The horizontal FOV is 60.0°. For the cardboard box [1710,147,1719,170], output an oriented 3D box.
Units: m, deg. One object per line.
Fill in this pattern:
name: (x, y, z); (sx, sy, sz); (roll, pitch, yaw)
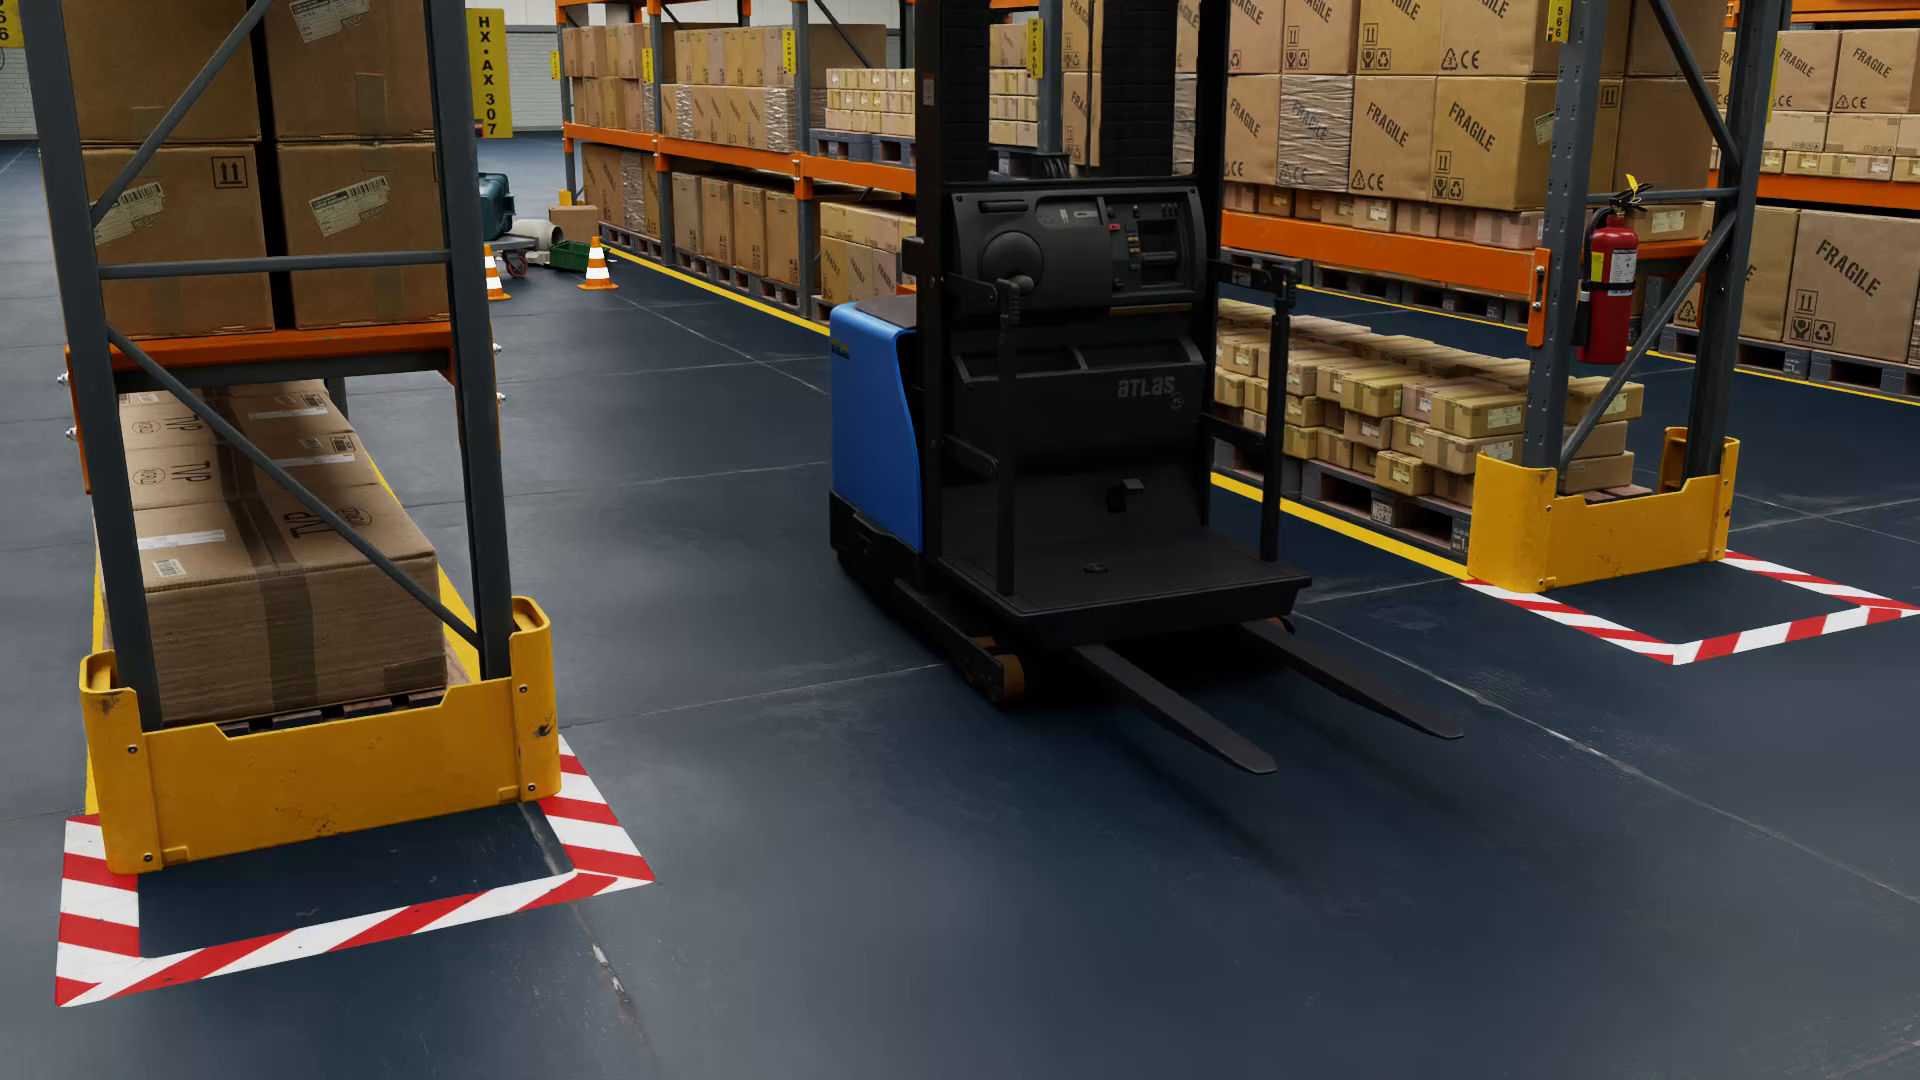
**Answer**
cardboard box: (5.256, -2.651, 11.507); (0.380, 0.149, 0.250); (-8, 18, -25)

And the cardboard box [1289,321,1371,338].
cardboard box: (1.950, -1.057, 8.826); (0.380, 0.149, 0.250); (-8, 18, -27)

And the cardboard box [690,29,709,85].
cardboard box: (-2.132, -4.574, 15.757); (0.700, 0.500, 0.500); (-8, 18, -26)

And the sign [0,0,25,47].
sign: (-2.225, -1.304, 3.830); (0.100, 0.325, 0.005); (-8, 18, -25)

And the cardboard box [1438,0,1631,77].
cardboard box: (2.251, -2.074, 6.508); (0.500, 0.500, 0.500); (-8, 18, -26)

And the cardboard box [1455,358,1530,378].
cardboard box: (2.527, -0.740, 7.718); (0.380, 0.149, 0.250); (-8, 18, -25)

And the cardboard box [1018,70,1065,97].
cardboard box: (0.571, -2.754, 10.026); (0.380, 0.149, 0.250); (-7, 17, -22)

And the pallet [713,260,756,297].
pallet: (-1.638, -2.469, 15.473); (1.003, 0.211, 1.213); (-8, 18, -25)

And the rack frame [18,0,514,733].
rack frame: (-1.731, -0.696, 4.239); (1.000, 3.000, 0.127); (-8, 18, -25)

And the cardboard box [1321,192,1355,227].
cardboard box: (1.858, -1.501, 7.499); (0.380, 0.149, 0.250); (-9, 18, -27)

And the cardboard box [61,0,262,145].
cardboard box: (-2.156, -1.316, 4.403); (0.500, 0.500, 0.500); (-7, 17, -23)

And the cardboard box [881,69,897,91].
cardboard box: (-0.342, -3.272, 11.830); (0.380, 0.149, 0.250); (-7, 17, -22)

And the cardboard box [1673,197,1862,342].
cardboard box: (5.643, -1.893, 11.499); (0.875, 0.875, 0.875); (-8, 18, -25)

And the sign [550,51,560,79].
sign: (-4.836, -5.675, 19.876); (0.100, 0.325, 0.005); (-8, 18, -25)

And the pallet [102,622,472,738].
pallet: (-2.151, 0.455, 5.281); (1.003, 0.211, 1.213); (-8, 18, -25)

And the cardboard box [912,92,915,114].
cardboard box: (-0.111, -2.997, 11.413); (0.380, 0.149, 0.250); (-7, 17, -23)

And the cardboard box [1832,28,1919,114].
cardboard box: (5.846, -2.916, 10.346); (0.500, 0.500, 0.500); (-8, 18, -27)

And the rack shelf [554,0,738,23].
rack shelf: (-3.459, -5.887, 18.193); (1.077, 0.370, 4.000); (-8, 18, -25)

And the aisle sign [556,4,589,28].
aisle sign: (-4.635, -6.518, 19.812); (0.394, 0.787, 0.004); (-8, 18, -25)

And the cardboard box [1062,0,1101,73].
cardboard box: (0.901, -2.842, 9.181); (0.500, 0.500, 0.500); (-7, 18, -24)

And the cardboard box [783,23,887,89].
cardboard box: (-1.018, -3.944, 13.563); (0.700, 0.500, 0.500); (-8, 18, -25)

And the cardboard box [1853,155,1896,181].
cardboard box: (5.824, -2.330, 10.387); (0.380, 0.149, 0.250); (-7, 18, -24)

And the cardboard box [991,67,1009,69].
cardboard box: (0.892, -5.674, 20.863); (0.875, 0.500, 0.500); (-8, 18, -25)

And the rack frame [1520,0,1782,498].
rack frame: (2.675, -1.319, 6.410); (1.000, 3.000, 0.127); (-8, 18, -25)

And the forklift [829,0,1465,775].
forklift: (0.497, -1.007, 5.447); (1.130, 2.935, 3.031); (-7, 17, -22)

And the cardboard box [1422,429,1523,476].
cardboard box: (2.187, -0.390, 7.040); (0.380, 0.149, 0.250); (-8, 18, -26)

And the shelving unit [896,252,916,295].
shelving unit: (-0.074, -0.642, 7.311); (0.258, 1.200, 0.503); (-7, 17, -22)

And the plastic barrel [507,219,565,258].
plastic barrel: (-4.458, -3.152, 17.469); (0.512, 0.421, 0.421); (4, 16, 13)

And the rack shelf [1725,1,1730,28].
rack shelf: (9.951, -7.657, 24.362); (1.077, 0.370, 4.000); (-8, 18, -25)

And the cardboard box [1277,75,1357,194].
cardboard box: (1.795, -1.844, 7.517); (0.500, 0.500, 0.500); (-8, 18, -25)

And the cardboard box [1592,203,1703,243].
cardboard box: (2.828, -1.319, 6.863); (0.380, 0.149, 0.250); (-8, 18, -25)

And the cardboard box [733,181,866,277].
cardboard box: (-1.402, -2.802, 14.893); (1.050, 0.750, 0.750); (-7, 18, -24)

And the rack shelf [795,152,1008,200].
rack shelf: (0.046, -2.461, 11.694); (1.077, 0.370, 4.000); (-8, 18, -25)

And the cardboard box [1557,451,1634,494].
cardboard box: (2.733, -0.320, 7.333); (0.380, 0.149, 0.250); (-7, 18, -24)

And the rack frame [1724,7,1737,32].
rack frame: (10.827, -6.065, 22.949); (1.000, 3.000, 0.127); (-8, 18, -25)

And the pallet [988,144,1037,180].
pallet: (0.718, -2.426, 10.615); (1.003, 0.211, 1.213); (-8, 18, -25)

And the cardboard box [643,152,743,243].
cardboard box: (-2.795, -3.640, 17.587); (0.875, 0.875, 0.875); (-7, 18, -24)

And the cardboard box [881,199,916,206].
cardboard box: (-0.295, -2.526, 13.026); (0.500, 0.250, 0.500); (-8, 18, -26)

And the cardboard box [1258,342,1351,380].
cardboard box: (1.689, -0.866, 8.159); (0.380, 0.149, 0.250); (-8, 18, -27)

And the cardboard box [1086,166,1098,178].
cardboard box: (0.932, -2.026, 9.327); (0.380, 0.149, 0.250); (-7, 17, -23)

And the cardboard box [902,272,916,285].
cardboard box: (-0.074, -1.720, 11.575); (0.500, 0.500, 0.500); (-8, 18, -26)

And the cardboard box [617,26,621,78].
cardboard box: (-3.171, -5.254, 17.893); (0.875, 0.550, 0.550); (-8, 18, -25)

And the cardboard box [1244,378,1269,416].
cardboard box: (1.624, -0.712, 8.160); (0.380, 0.149, 0.250); (-7, 17, -22)

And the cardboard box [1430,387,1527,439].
cardboard box: (2.215, -0.538, 7.014); (0.380, 0.149, 0.250); (-7, 18, -24)

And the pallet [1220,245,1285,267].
pallet: (2.801, -3.033, 17.437); (1.003, 0.211, 1.213); (-8, 18, -25)

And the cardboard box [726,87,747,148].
cardboard box: (-1.705, -3.678, 14.449); (0.500, 0.500, 0.500); (-8, 18, -26)

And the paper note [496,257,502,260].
paper note: (-4.822, -2.980, 17.592); (0.172, 0.023, 0.155); (-2, 16, -6)

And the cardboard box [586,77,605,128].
cardboard box: (-3.738, -4.984, 18.910); (0.875, 0.550, 0.550); (-8, 18, -25)

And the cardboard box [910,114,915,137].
cardboard box: (-0.120, -2.856, 11.458); (0.380, 0.149, 0.250); (-8, 18, -27)

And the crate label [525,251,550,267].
crate label: (-4.316, -2.891, 17.077); (0.250, 0.136, 0.298); (7, 17, 23)

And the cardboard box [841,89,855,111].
cardboard box: (-0.678, -3.316, 12.523); (0.380, 0.149, 0.250); (-7, 17, -22)

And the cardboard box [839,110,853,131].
cardboard box: (-0.698, -3.182, 12.596); (0.380, 0.149, 0.250); (-7, 17, -22)

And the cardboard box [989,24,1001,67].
cardboard box: (0.597, -6.115, 20.587); (0.500, 0.500, 0.500); (-8, 18, -25)

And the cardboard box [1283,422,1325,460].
cardboard box: (1.727, -0.499, 7.959); (0.380, 0.149, 0.250); (-9, 18, -27)

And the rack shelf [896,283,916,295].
rack shelf: (-0.074, -1.019, 7.203); (0.258, 0.148, 0.480); (-7, 17, -22)
